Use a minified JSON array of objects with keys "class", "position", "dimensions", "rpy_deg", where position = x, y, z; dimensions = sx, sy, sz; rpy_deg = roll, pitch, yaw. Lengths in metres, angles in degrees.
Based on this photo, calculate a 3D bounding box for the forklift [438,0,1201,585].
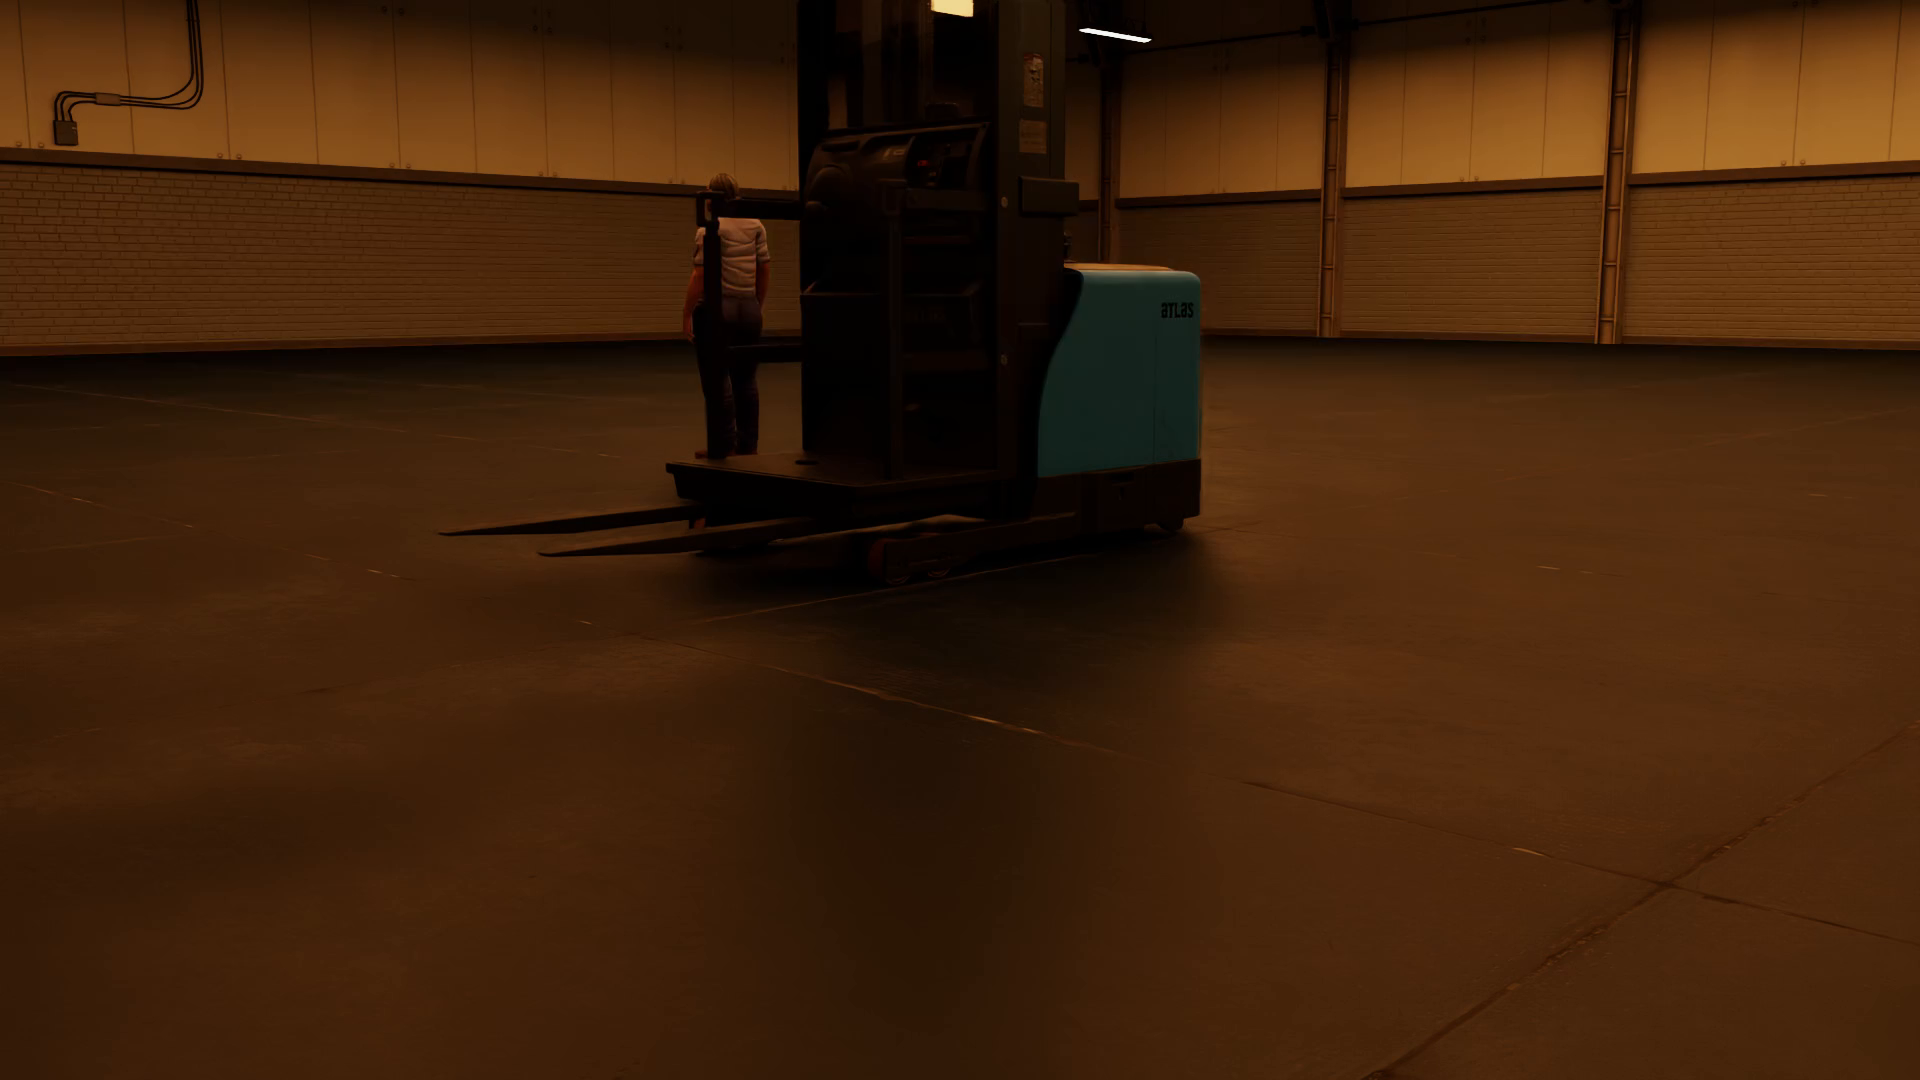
[{"class":"forklift","position":[-0.394,-1.380,6.036],"dimensions":[1.130,2.935,3.031],"rpy_deg":[8,12,44]}]

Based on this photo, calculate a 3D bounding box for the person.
[{"class":"person","position":[-1.402,-1.284,9.702],"dimensions":[0.502,1.641,0.598],"rpy_deg":[8,12,44]}]
